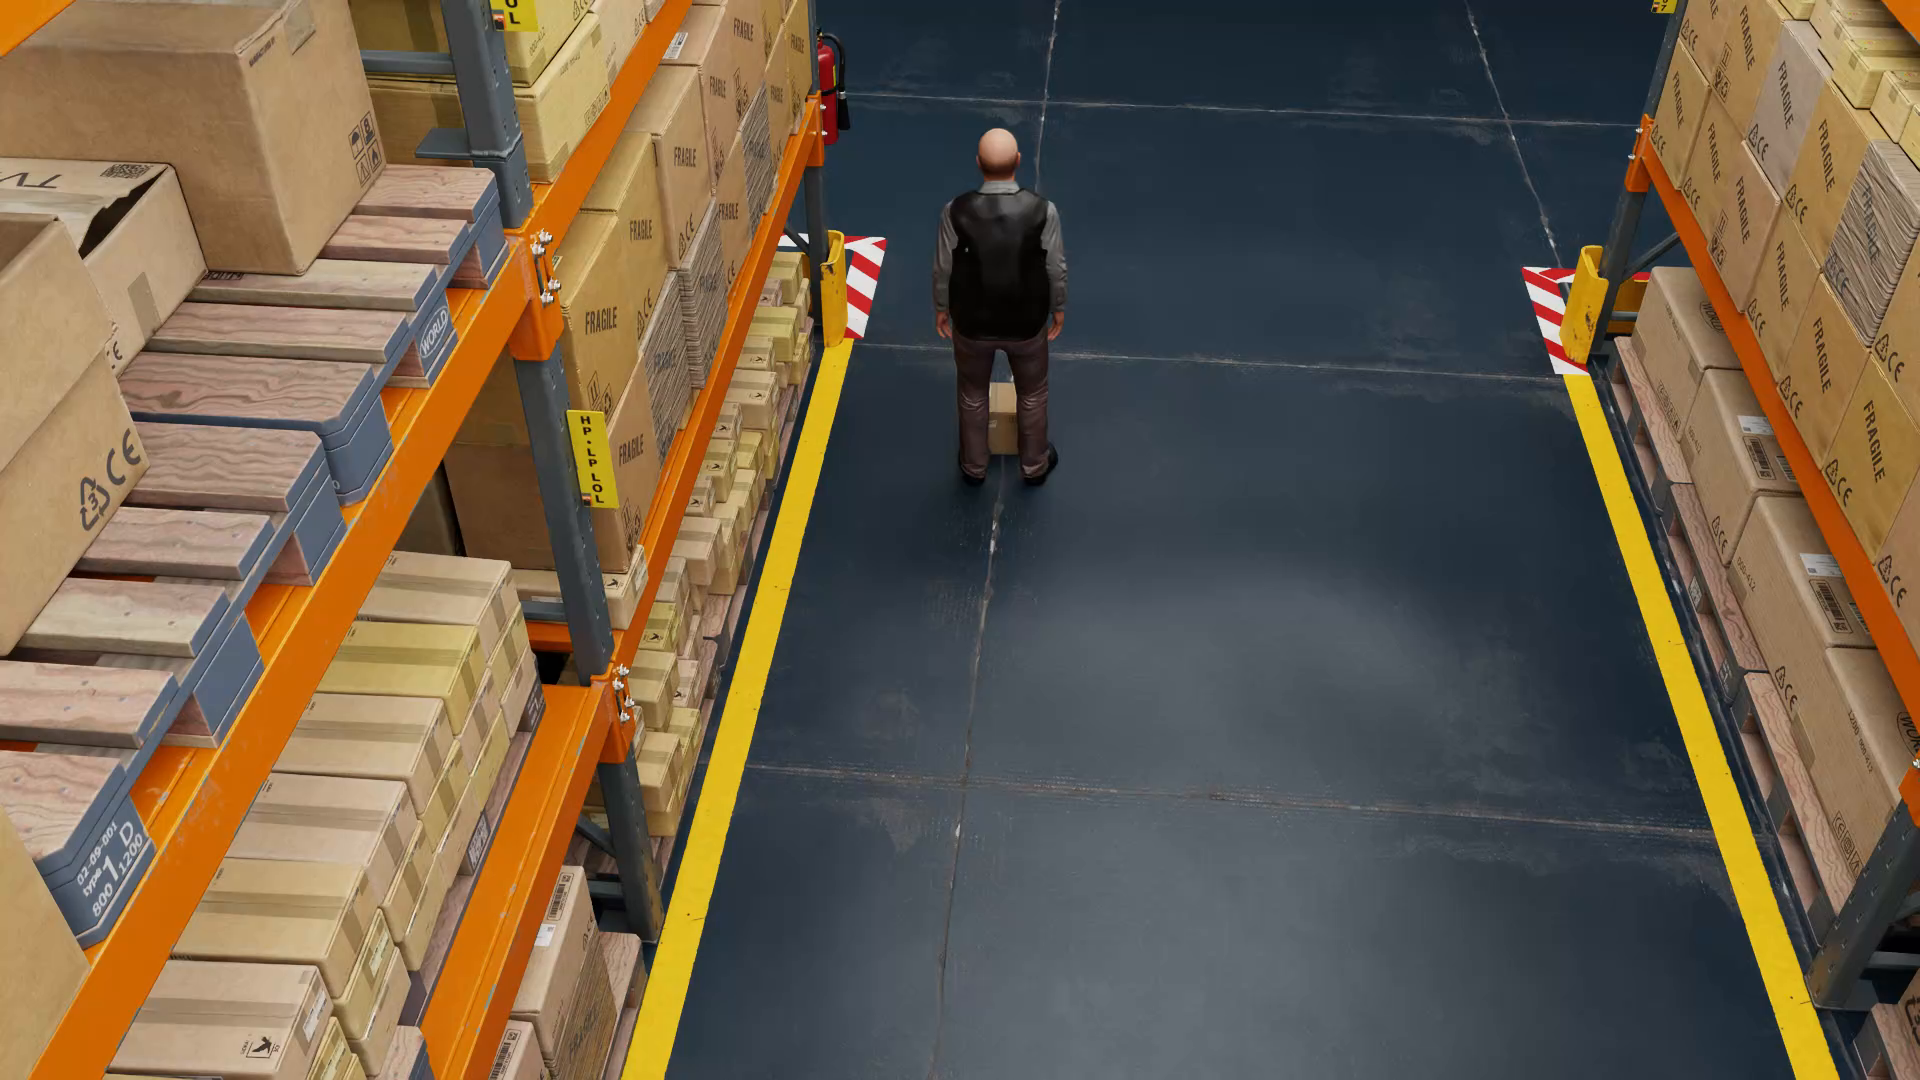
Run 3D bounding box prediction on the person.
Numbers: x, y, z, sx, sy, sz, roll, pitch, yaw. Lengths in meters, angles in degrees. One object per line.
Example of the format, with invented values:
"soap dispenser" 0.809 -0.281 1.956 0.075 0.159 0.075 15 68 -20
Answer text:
"person" 0.174 -0.971 7.340 0.589 1.721 0.411 2 40 2
